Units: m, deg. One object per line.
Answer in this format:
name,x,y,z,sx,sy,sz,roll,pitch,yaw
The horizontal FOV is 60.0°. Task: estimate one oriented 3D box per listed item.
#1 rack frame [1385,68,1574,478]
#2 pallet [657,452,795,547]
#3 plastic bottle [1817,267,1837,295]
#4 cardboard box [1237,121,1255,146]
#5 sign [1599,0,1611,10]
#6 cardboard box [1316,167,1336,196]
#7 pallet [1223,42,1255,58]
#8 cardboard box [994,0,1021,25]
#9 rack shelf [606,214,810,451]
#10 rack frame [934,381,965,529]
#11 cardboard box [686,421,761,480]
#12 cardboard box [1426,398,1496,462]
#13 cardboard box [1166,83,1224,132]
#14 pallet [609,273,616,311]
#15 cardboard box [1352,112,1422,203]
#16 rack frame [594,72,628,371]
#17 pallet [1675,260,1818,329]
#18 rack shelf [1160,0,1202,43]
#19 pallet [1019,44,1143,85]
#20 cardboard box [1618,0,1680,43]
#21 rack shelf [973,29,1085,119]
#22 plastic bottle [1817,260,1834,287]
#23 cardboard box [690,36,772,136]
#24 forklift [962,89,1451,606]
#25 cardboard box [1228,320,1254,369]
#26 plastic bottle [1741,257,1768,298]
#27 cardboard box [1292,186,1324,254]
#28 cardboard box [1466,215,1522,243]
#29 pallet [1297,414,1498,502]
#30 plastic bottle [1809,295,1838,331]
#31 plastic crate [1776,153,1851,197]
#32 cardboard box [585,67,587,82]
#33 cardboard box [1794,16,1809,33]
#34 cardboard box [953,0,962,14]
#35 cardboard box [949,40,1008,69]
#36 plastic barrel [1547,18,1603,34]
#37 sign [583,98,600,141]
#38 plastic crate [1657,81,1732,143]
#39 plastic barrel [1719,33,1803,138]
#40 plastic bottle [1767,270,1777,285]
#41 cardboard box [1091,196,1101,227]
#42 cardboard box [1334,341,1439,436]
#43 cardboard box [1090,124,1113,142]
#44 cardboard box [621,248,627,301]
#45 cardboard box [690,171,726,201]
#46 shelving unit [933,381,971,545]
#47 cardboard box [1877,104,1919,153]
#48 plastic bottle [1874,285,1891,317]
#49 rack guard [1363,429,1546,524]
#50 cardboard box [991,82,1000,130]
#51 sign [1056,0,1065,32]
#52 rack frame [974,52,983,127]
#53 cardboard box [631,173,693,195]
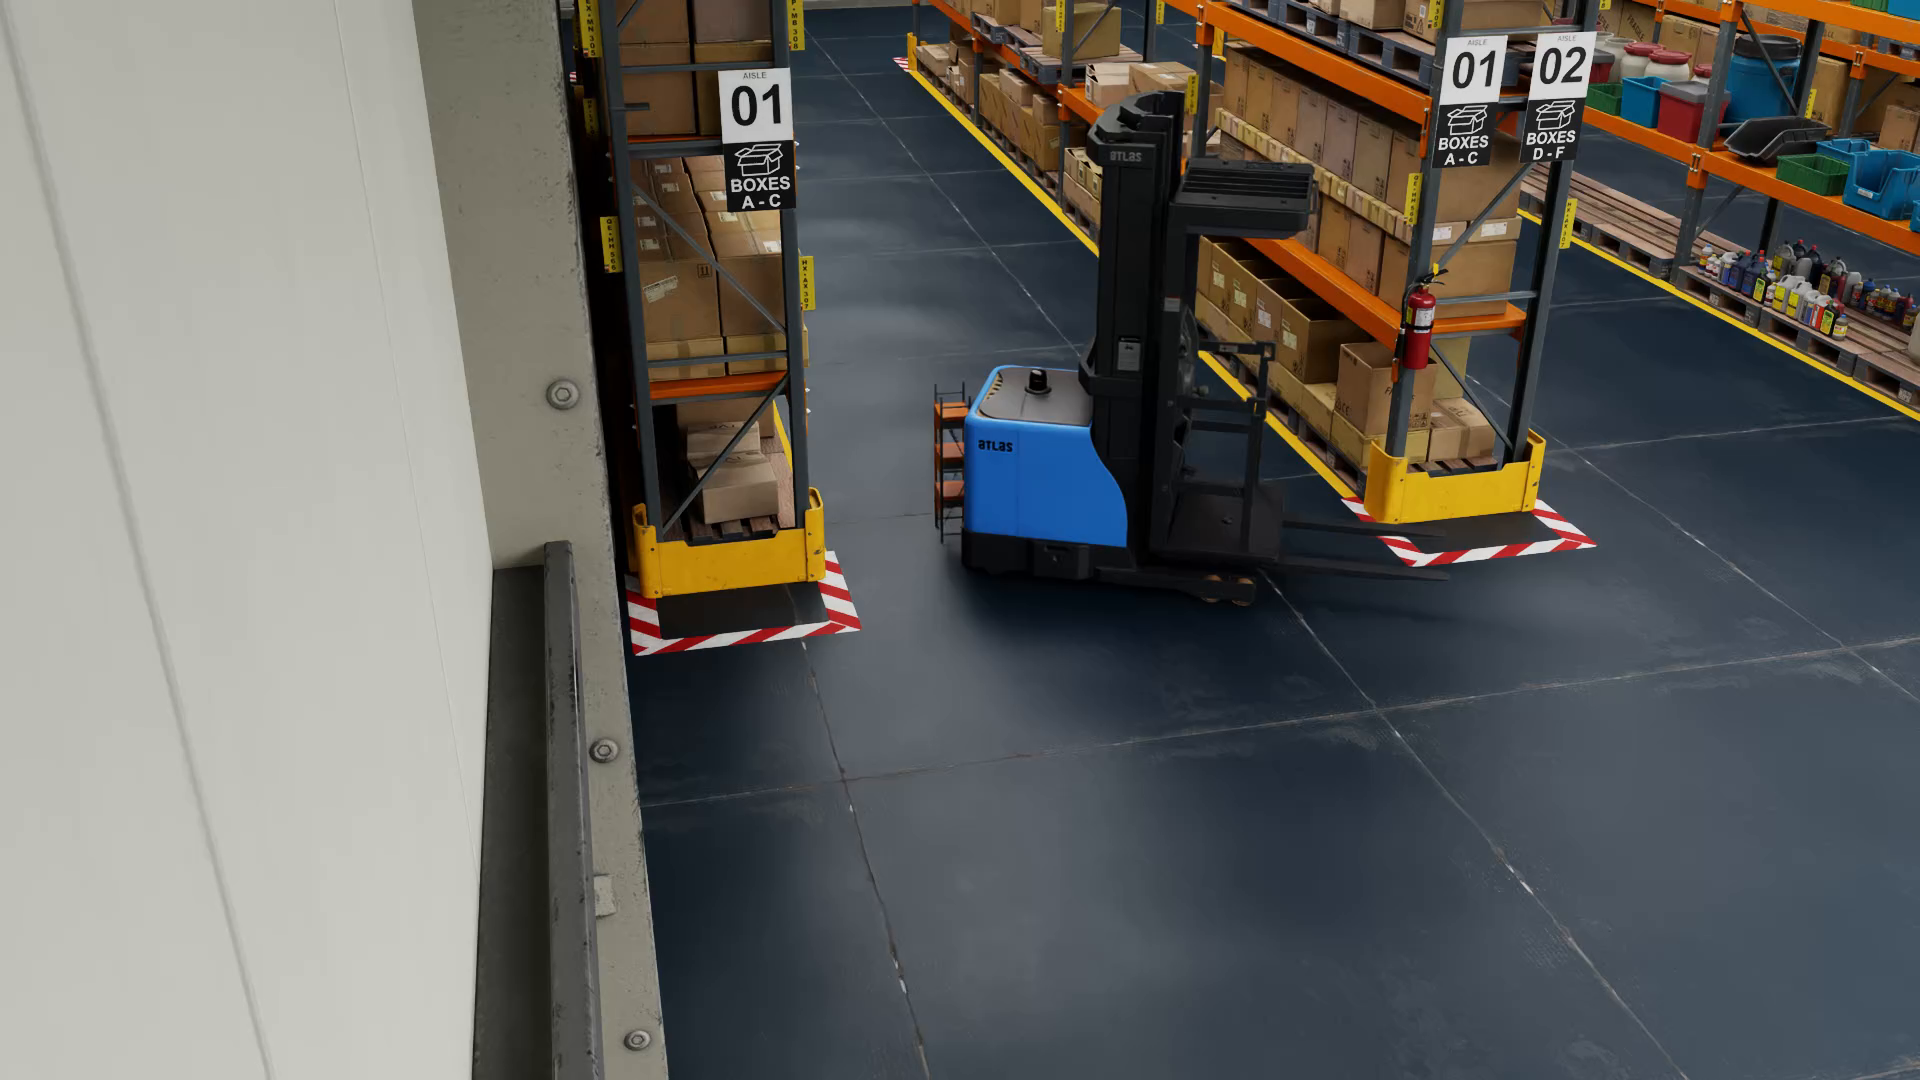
rack frame,3.388,-1.574,10.886,1.000,3.000,0.127,-6,27,-12
pallet,-1.603,-0.218,11.295,1.003,0.211,1.213,-6,27,-12
plastic bottle,7.761,-2.314,14.879,0.061,0.283,0.133,-6,27,-12
cardboard box,2.475,-3.303,13.482,0.380,0.149,0.250,-7,28,-13
sign,3.930,-3.393,10.102,0.100,0.325,0.005,-6,27,-12
cardboard box,2.823,-2.625,12.138,0.380,0.149,0.250,-5,27,-10
pallet,4.757,-7.489,25.699,1.003,0.211,1.213,-6,27,-12
cardboard box,0.789,-6.548,20.164,0.700,0.500,0.500,-2,27,-3
rack shelf,-1.888,-1.626,11.788,1.077,0.370,4.000,-6,27,-12
rack frame,-0.068,-0.553,11.027,0.200,1.050,0.008,-4,27,-8
cardboard box,-1.634,-0.629,11.509,0.500,0.311,0.500,-4,27,-7
cardboard box,3.484,-0.792,11.922,0.500,0.250,0.500,-6,27,-12
cardboard box,2.211,-3.945,15.472,0.500,0.500,0.500,-4,27,-8
pallet,-2.794,-2.459,15.734,1.003,0.211,1.213,-6,27,-12
cardboard box,3.160,-2.658,11.482,0.700,0.500,0.500,-7,28,-13
rack frame,-2.339,-2.826,13.366,1.000,3.000,0.127,-6,27,-12
pallet,7.424,-2.288,15.394,1.003,0.211,1.213,-6,27,-12
rack shelf,2.036,-5.226,15.591,1.077,0.370,4.000,-6,27,-12
pallet,1.364,-5.291,18.463,1.213,0.211,1.003,-6,27,-12
cardboard box,10.265,-7.383,24.288,0.875,0.875,0.875,-6,27,-12
rack shelf,1.135,-5.643,19.746,1.077,0.370,4.000,-6,27,-12
plastic bottle,7.860,-2.410,15.069,0.061,0.283,0.133,-4,27,-8
cardboard box,-1.269,-2.634,9.525,0.500,0.500,0.500,-5,27,-10
forklift,1.582,-1.166,10.153,3.031,2.935,1.130,6,27,11
cardboard box,2.511,-1.616,13.554,0.500,0.250,0.500,-6,27,-12
plastic bottle,7.134,-2.366,14.907,0.144,0.351,0.185,-7,28,-14
cardboard box,2.944,-2.504,12.618,0.700,0.500,0.500,-5,27,-10
cardboard box,3.510,-2.103,11.102,0.380,0.149,0.250,-6,27,-12
pallet,3.175,-0.661,12.171,1.003,0.211,1.213,-6,27,-12
plastic bottle,7.344,-1.931,14.128,0.152,0.276,0.135,-6,27,-11
plastic crate,7.344,-3.112,14.169,0.450,0.188,0.662,-6,27,-12
cardboard box,-3.856,-5.036,18.002,0.380,0.149,0.250,-7,28,-13
cardboard box,10.778,-6.546,20.626,0.500,0.500,0.500,-6,27,-12
cardboard box,0.204,-7.306,22.132,0.500,0.500,0.500,-5,27,-10
cardboard box,0.255,-6.748,23.420,0.797,0.503,0.637,-6,27,-12
plastic barrel,6.812,-5.475,18.464,0.600,0.536,0.708,-6,27,-12
sign,-2.879,-3.284,12.990,0.100,0.325,0.005,-6,27,-12
plastic crate,6.906,-4.042,15.704,0.402,0.464,0.583,-6,27,-12
plastic barrel,7.522,-4.256,15.643,0.600,0.901,0.708,-6,27,-12
plastic bottle,7.203,-2.270,14.804,0.097,0.271,0.097,0,27,0
cardboard box,1.654,-3.338,16.967,0.500,0.250,0.500,-7,28,-13
cardboard box,2.977,-1.074,11.649,0.500,0.500,0.500,-6,27,-12
cardboard box,1.761,-4.396,18.762,0.500,0.500,0.500,-5,27,-9
cardboard box,-2.093,-1.866,11.608,0.500,0.250,0.500,-6,27,-11
cardboard box,-1.592,-2.257,11.552,0.500,0.500,0.500,-5,27,-10
shelving unit,-0.048,-0.499,10.920,0.215,1.050,0.252,-4,27,-8
cardboard box,11.408,-4.879,19.720,0.700,0.500,0.500,-7,28,-14
plastic bottle,8.010,-2.076,14.420,0.097,0.271,0.097,0,27,0
rack guard,3.394,-0.448,11.429,1.175,0.500,0.348,-6,27,-12
cardboard box,0.687,-5.453,20.856,0.500,0.500,0.500,-6,27,-11
sign,1.059,-5.508,17.484,0.100,0.325,0.005,-6,27,-12
rack frame,0.684,-6.842,21.324,1.000,3.000,0.127,-6,27,-12
cardboard box,-2.089,-2.201,11.441,0.500,0.500,0.500,-6,27,-11
